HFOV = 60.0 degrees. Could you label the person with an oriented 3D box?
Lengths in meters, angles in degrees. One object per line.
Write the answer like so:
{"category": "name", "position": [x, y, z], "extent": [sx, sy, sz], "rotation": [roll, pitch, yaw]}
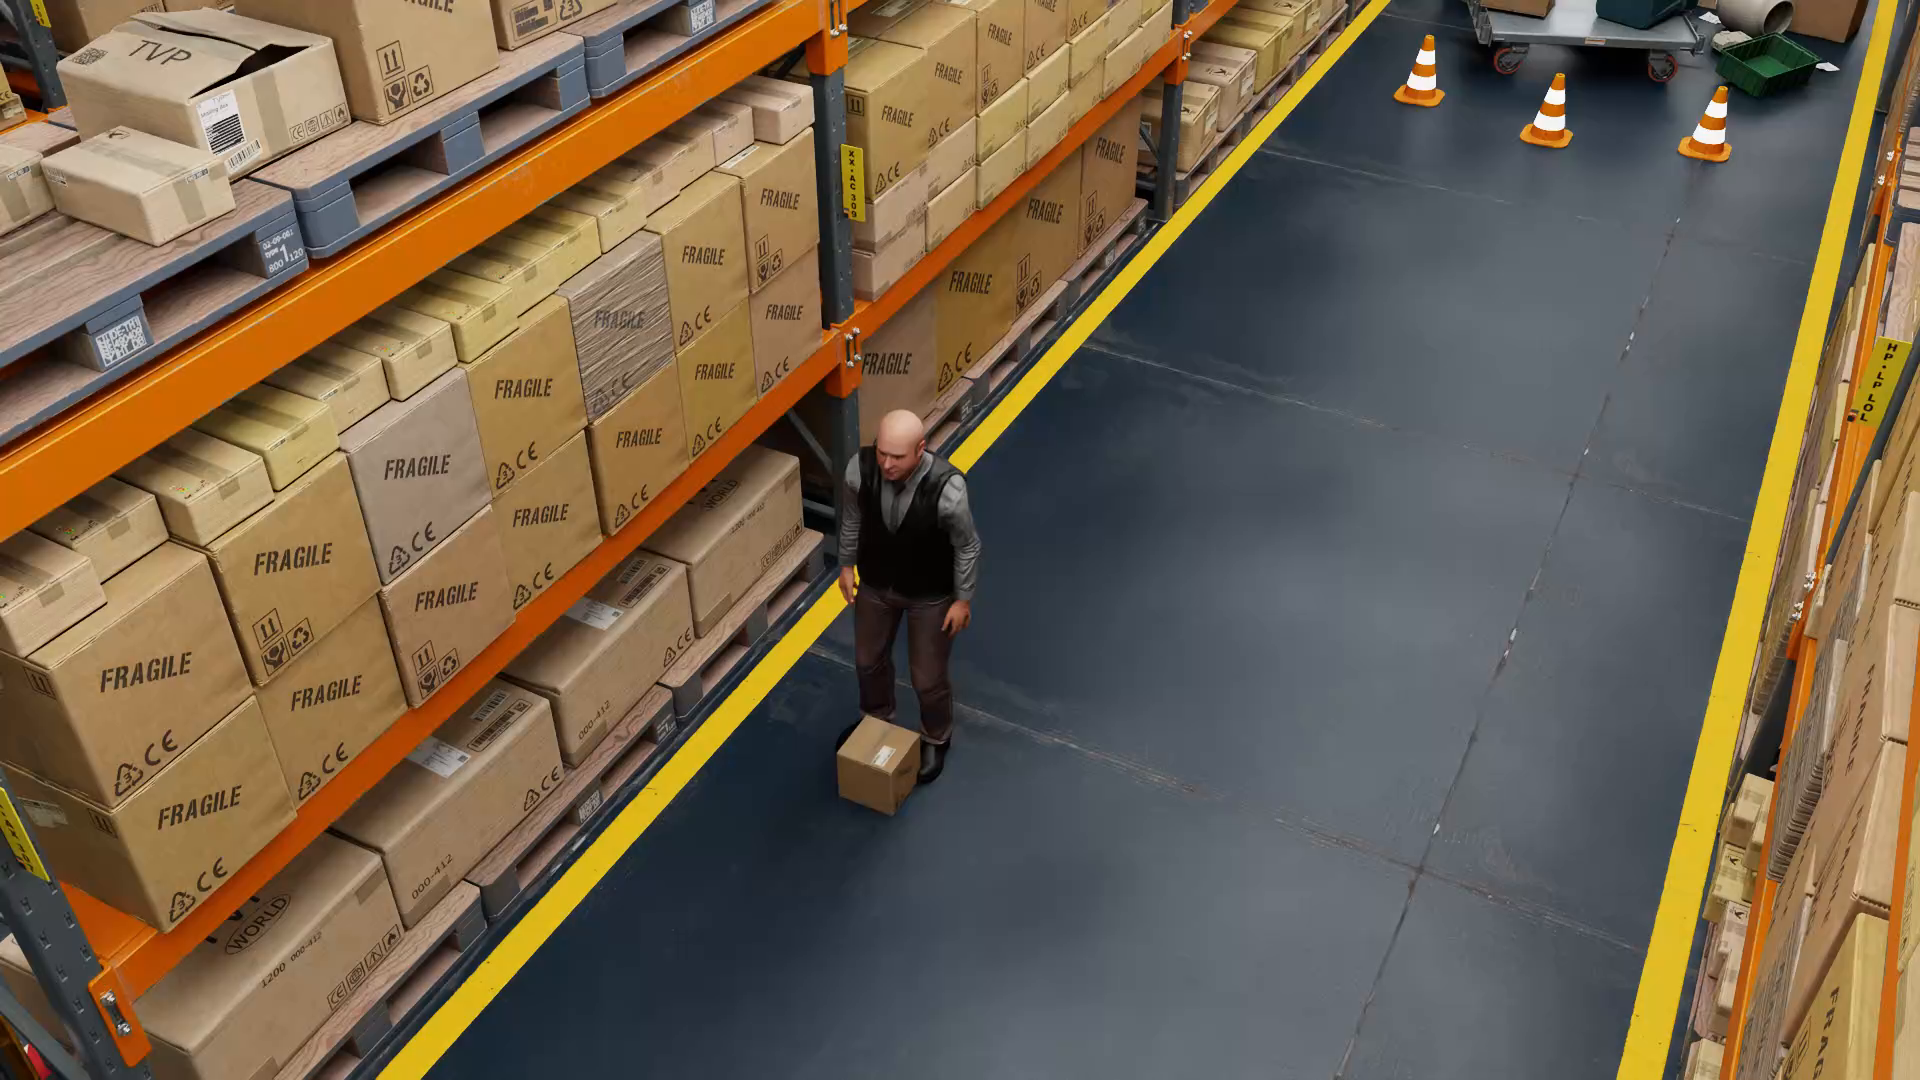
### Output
{"category": "person", "position": [-0.201, 0.180, 6.537], "extent": [0.579, 1.719, 0.418], "rotation": [16, 41, 20]}
